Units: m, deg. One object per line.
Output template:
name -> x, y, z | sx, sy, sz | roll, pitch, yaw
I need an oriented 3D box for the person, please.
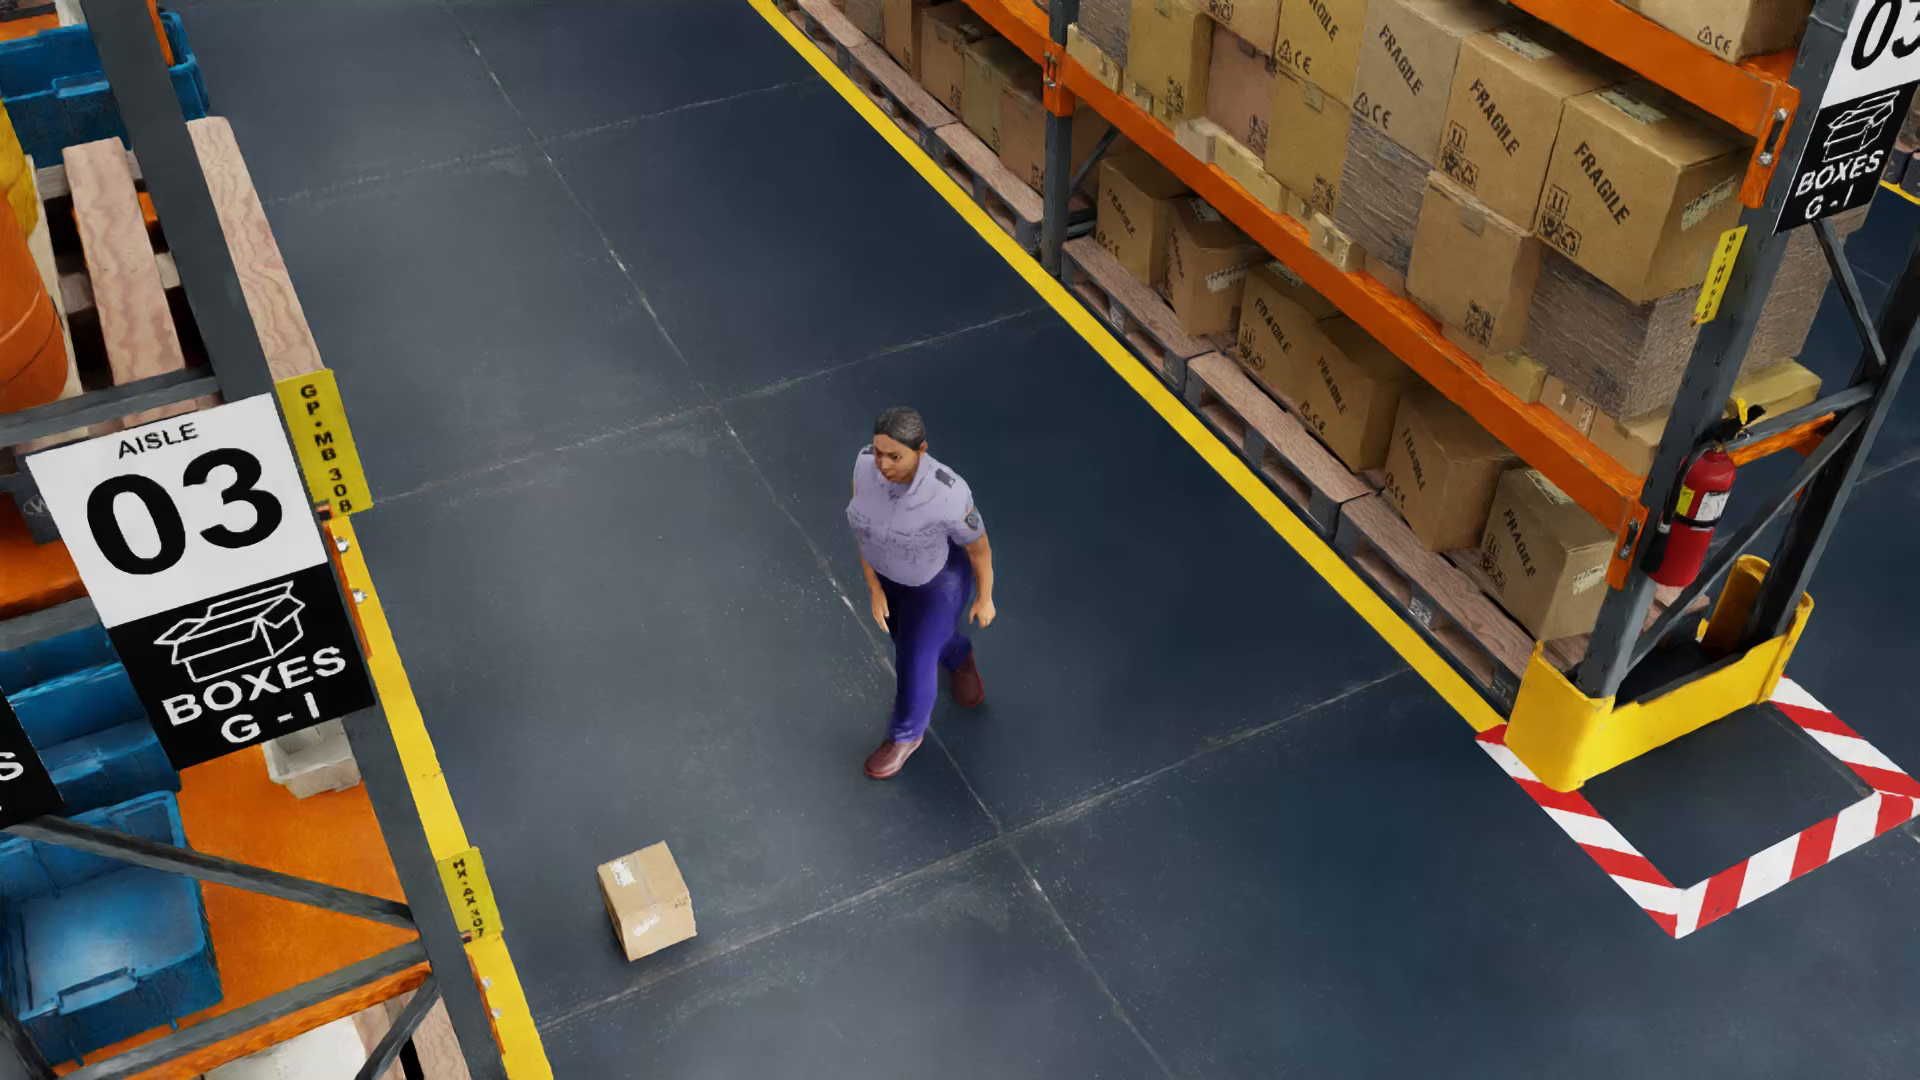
person -> -0.101, 0.134, 6.024 | 0.500, 1.634, 0.716 | 28, 49, 28
